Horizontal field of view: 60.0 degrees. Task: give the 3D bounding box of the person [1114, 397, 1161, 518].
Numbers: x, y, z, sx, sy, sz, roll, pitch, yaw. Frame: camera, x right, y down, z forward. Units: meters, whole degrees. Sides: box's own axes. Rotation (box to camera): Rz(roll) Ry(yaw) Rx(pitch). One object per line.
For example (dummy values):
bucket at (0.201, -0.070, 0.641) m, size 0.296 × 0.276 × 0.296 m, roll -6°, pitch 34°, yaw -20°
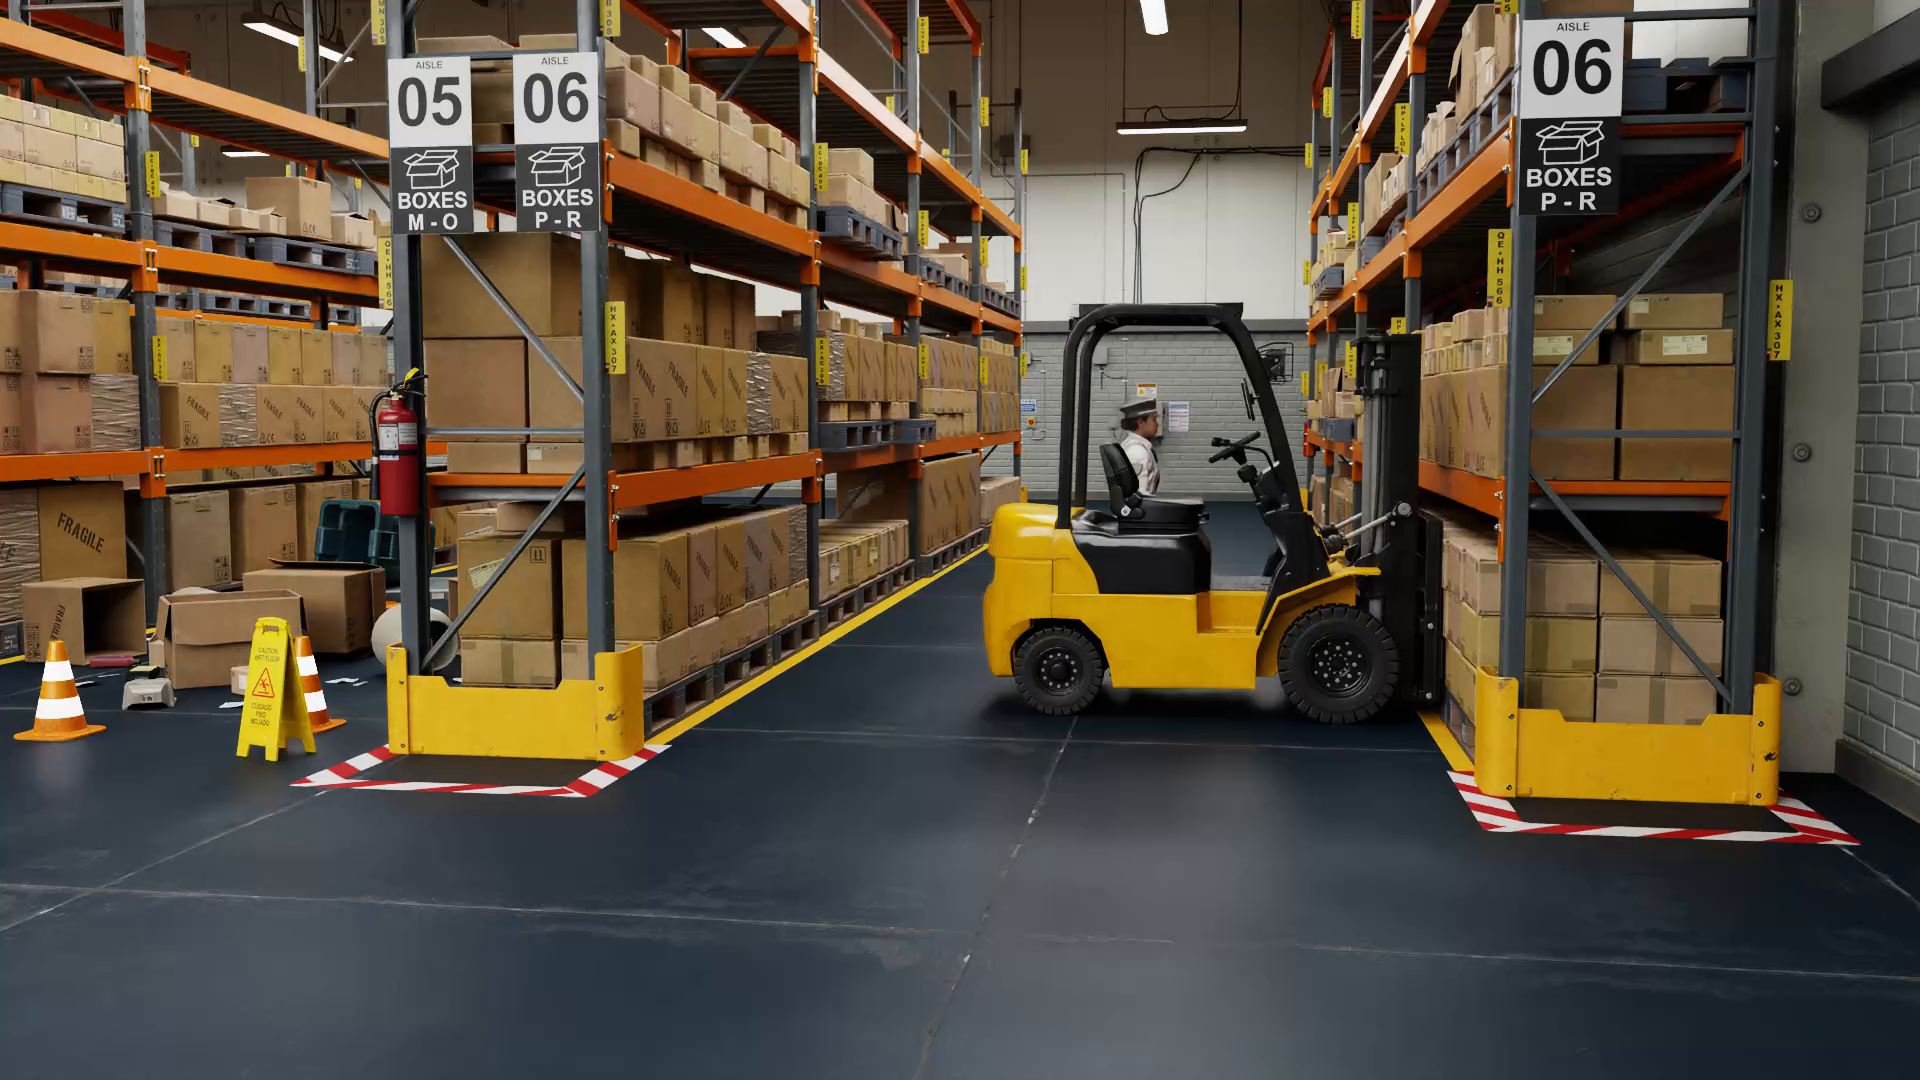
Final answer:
person at (1.194, -0.080, 10.742) m, size 0.411 × 1.684 × 0.500 m, roll 1°, pitch 5°, yaw 8°
